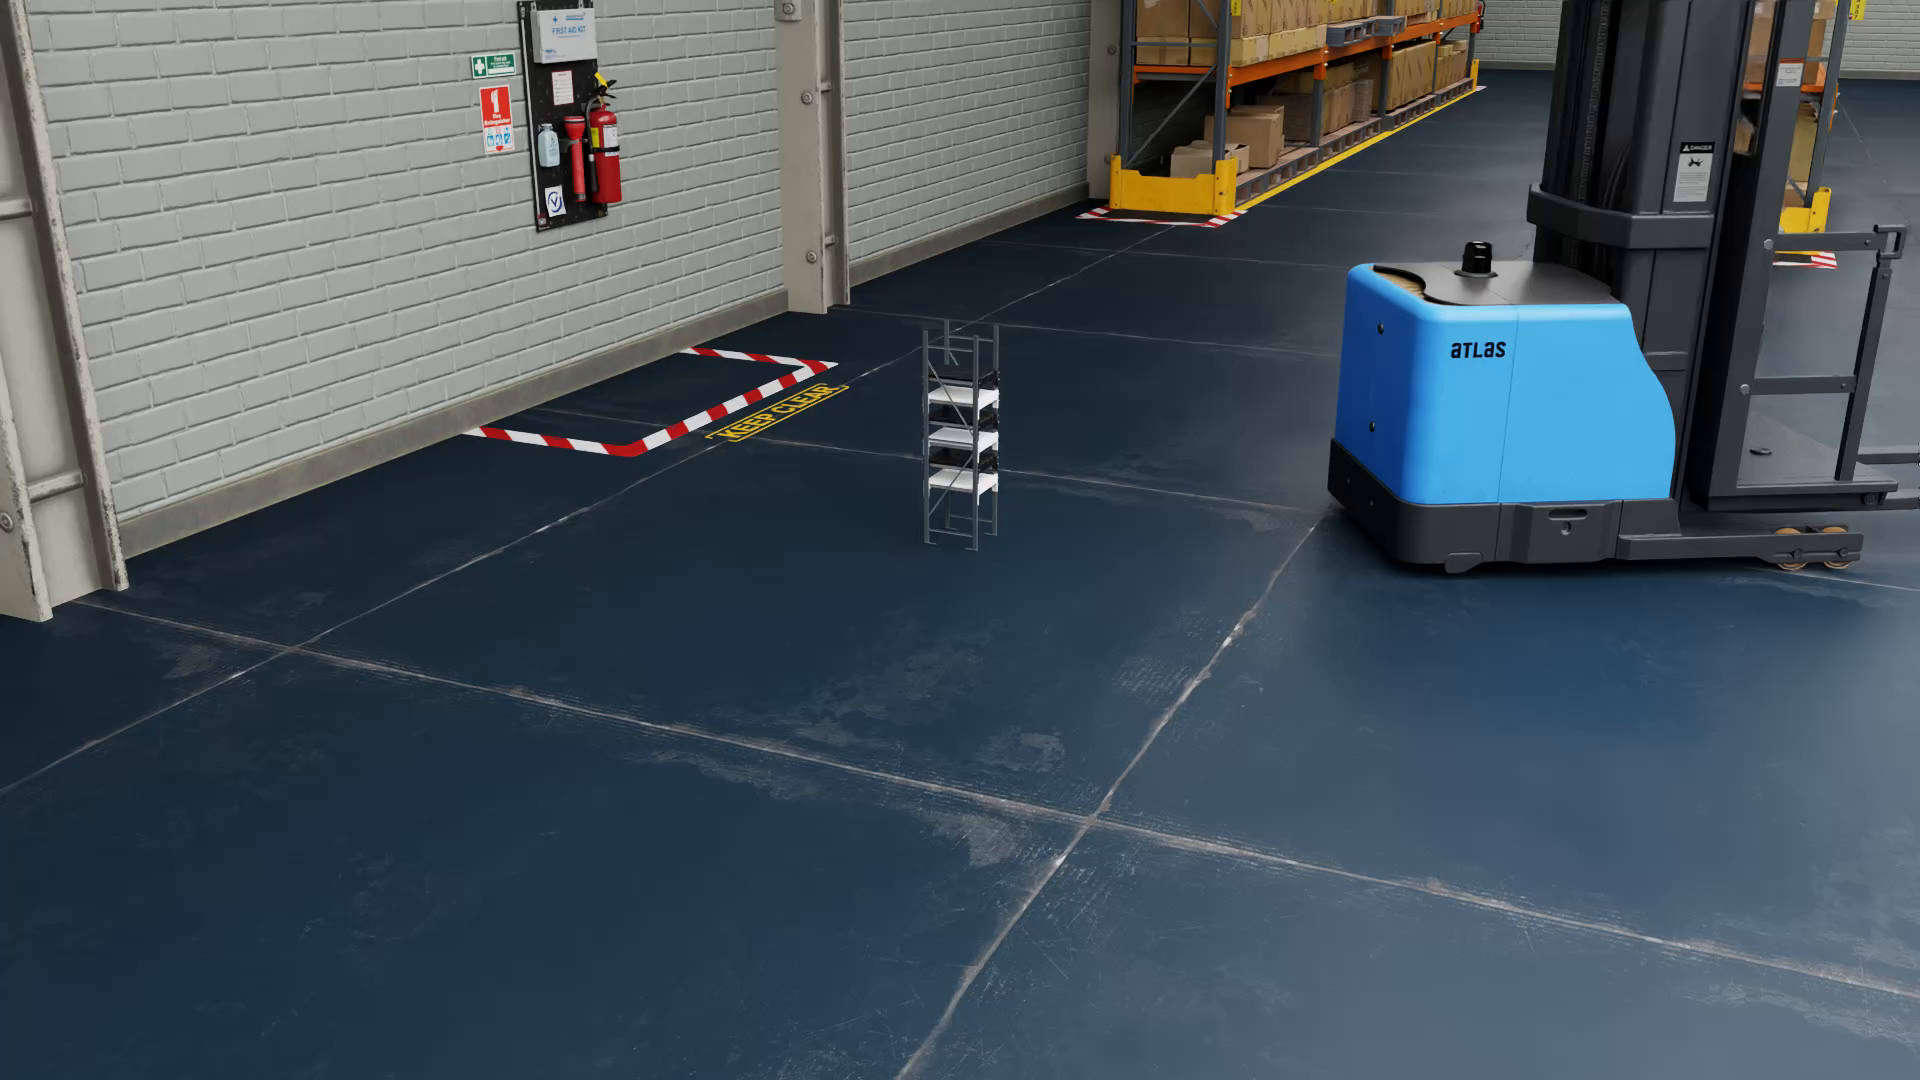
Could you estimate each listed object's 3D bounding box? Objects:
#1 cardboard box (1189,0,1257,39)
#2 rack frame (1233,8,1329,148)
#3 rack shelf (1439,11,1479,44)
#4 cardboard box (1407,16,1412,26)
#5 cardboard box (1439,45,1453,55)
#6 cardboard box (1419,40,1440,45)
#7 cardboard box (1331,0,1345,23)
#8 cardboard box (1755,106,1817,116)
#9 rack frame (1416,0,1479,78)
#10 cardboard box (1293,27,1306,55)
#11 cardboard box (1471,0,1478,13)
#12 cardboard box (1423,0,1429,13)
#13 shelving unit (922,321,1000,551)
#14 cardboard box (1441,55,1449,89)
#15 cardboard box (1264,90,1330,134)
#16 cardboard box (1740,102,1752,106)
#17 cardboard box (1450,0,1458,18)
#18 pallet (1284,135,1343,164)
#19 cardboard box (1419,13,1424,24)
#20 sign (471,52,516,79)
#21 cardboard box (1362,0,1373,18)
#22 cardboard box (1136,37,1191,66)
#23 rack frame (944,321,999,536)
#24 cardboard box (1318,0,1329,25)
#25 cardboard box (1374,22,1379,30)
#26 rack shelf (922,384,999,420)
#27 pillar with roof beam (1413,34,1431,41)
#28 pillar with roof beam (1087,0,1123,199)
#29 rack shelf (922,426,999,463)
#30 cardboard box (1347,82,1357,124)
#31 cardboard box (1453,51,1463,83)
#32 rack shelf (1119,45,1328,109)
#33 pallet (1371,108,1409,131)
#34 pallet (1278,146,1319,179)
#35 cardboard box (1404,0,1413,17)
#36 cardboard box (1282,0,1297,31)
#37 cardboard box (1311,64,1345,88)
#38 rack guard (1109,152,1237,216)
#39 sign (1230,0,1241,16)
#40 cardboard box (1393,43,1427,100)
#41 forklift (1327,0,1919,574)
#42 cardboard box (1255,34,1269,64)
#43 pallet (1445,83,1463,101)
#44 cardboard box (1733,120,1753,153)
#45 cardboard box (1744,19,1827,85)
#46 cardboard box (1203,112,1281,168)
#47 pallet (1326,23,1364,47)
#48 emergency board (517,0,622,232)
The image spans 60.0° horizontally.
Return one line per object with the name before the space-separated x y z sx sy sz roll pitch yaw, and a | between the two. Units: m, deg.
cardboard box | 2.444 -4.925 15.415 0.500 0.500 0.500 9 21 23
rack frame | 3.612 -5.751 18.663 1.000 3.000 0.127 9 21 23
rack shelf | 7.707 -8.469 27.379 1.077 0.370 4.000 9 21 23
cardboard box | 6.214 -7.404 23.656 0.380 0.149 0.250 9 21 23
cardboard box | 7.808 -7.976 27.055 0.380 0.149 0.250 8 21 21
cardboard box | 7.992 -8.428 28.326 0.380 0.149 0.250 9 21 23
cardboard box | 4.087 -6.326 19.474 0.700 0.500 0.500 11 22 28
cardboard box | 7.534 -3.697 15.245 0.500 0.500 0.500 9 21 23
rack frame | 8.526 -9.419 28.978 1.000 3.000 0.127 9 21 23
cardboard box | 3.291 -5.196 17.297 0.500 0.250 0.500 8 21 22
cardboard box | 8.326 -9.403 28.485 0.980 0.700 0.700 10 22 25
cardboard box | 6.515 -7.908 24.105 0.500 0.500 0.500 9 21 23
shelving unit | 0.003 -0.426 6.825 0.258 0.900 0.210 9 21 23
cardboard box | 7.496 -7.584 26.922 0.700 0.500 0.500 8 21 22
cardboard box | 4.064 -5.173 20.111 0.700 0.500 0.500 8 21 22
cardboard box | 7.248 -3.923 15.882 0.500 0.500 0.500 9 21 23
cardboard box | 7.429 -8.724 26.575 0.980 0.700 0.700 8 21 21
pallet | 3.929 -4.675 19.800 1.003 0.211 1.213 9 21 23
cardboard box | 6.563 -7.637 24.313 0.380 0.149 0.250 9 21 23
sign | -2.343 -2.388 8.363 0.001 0.109 0.331 9 21 23
cardboard box | 4.862 -6.908 21.112 0.700 0.500 0.500 6 21 18
cardboard box | 1.988 -4.636 15.723 0.500 0.250 0.500 9 21 23
rack frame | 0.045 -0.458 6.912 0.240 0.900 0.006 9 21 23
cardboard box | 3.700 -5.856 18.033 0.500 0.500 0.500 8 21 23
cardboard box | 5.596 -6.934 22.334 0.380 0.149 0.250 8 21 22
rack shelf | 0.003 -0.565 6.776 0.258 0.077 0.200 9 21 23
pillar with roof beam | 12.770 -12.599 28.966 9.100 9.000 0.400 9 21 23
pillar with roof beam | 5.399 -7.097 13.494 9.100 9.000 0.400 9 21 23
rack shelf | 0.003 -0.395 6.836 0.258 0.077 0.200 9 21 23
cardboard box | 4.686 -5.634 21.409 0.700 0.500 0.500 9 21 23
cardboard box | 8.126 -8.059 28.256 0.700 0.500 0.500 8 21 23
rack shelf | 2.793 -4.801 17.064 1.077 0.370 4.000 9 21 23
pallet | 5.641 -5.891 23.217 1.003 0.211 1.213 9 21 23
pallet | 3.369 -4.227 18.539 1.003 0.211 1.213 9 21 23
cardboard box | 5.905 -7.443 22.797 0.500 0.500 0.500 9 22 24
cardboard box | 3.073 -5.391 16.726 0.500 0.500 0.500 9 22 24
cardboard box | 4.506 -5.806 20.772 0.500 0.250 0.500 8 21 22
rack guard | 2.005 -3.374 15.709 1.175 0.500 0.348 9 21 23
sign | 2.469 -4.862 14.870 0.100 0.325 0.005 9 21 23
cardboard box | 6.379 -6.893 24.455 0.750 0.750 0.750 9 22 24
forklift | 3.176 -1.435 6.629 3.031 2.935 1.130 -2 20 -5
cardboard box | 2.663 -4.733 15.995 0.500 0.250 0.500 8 21 21
pallet | 7.769 -7.479 27.683 1.003 0.211 1.213 9 21 23
cardboard box | 6.443 -3.310 14.157 0.500 0.500 0.500 9 21 23
cardboard box | 6.698 -4.038 13.696 0.700 0.500 0.500 9 21 23
cardboard box | 2.919 -4.148 17.231 0.700 0.500 0.500 7 21 19
pallet | 4.058 -5.874 19.296 1.003 0.211 1.213 9 21 23
emergency board | -2.032 -2.276 8.893 0.194 1.169 0.643 9 21 23
